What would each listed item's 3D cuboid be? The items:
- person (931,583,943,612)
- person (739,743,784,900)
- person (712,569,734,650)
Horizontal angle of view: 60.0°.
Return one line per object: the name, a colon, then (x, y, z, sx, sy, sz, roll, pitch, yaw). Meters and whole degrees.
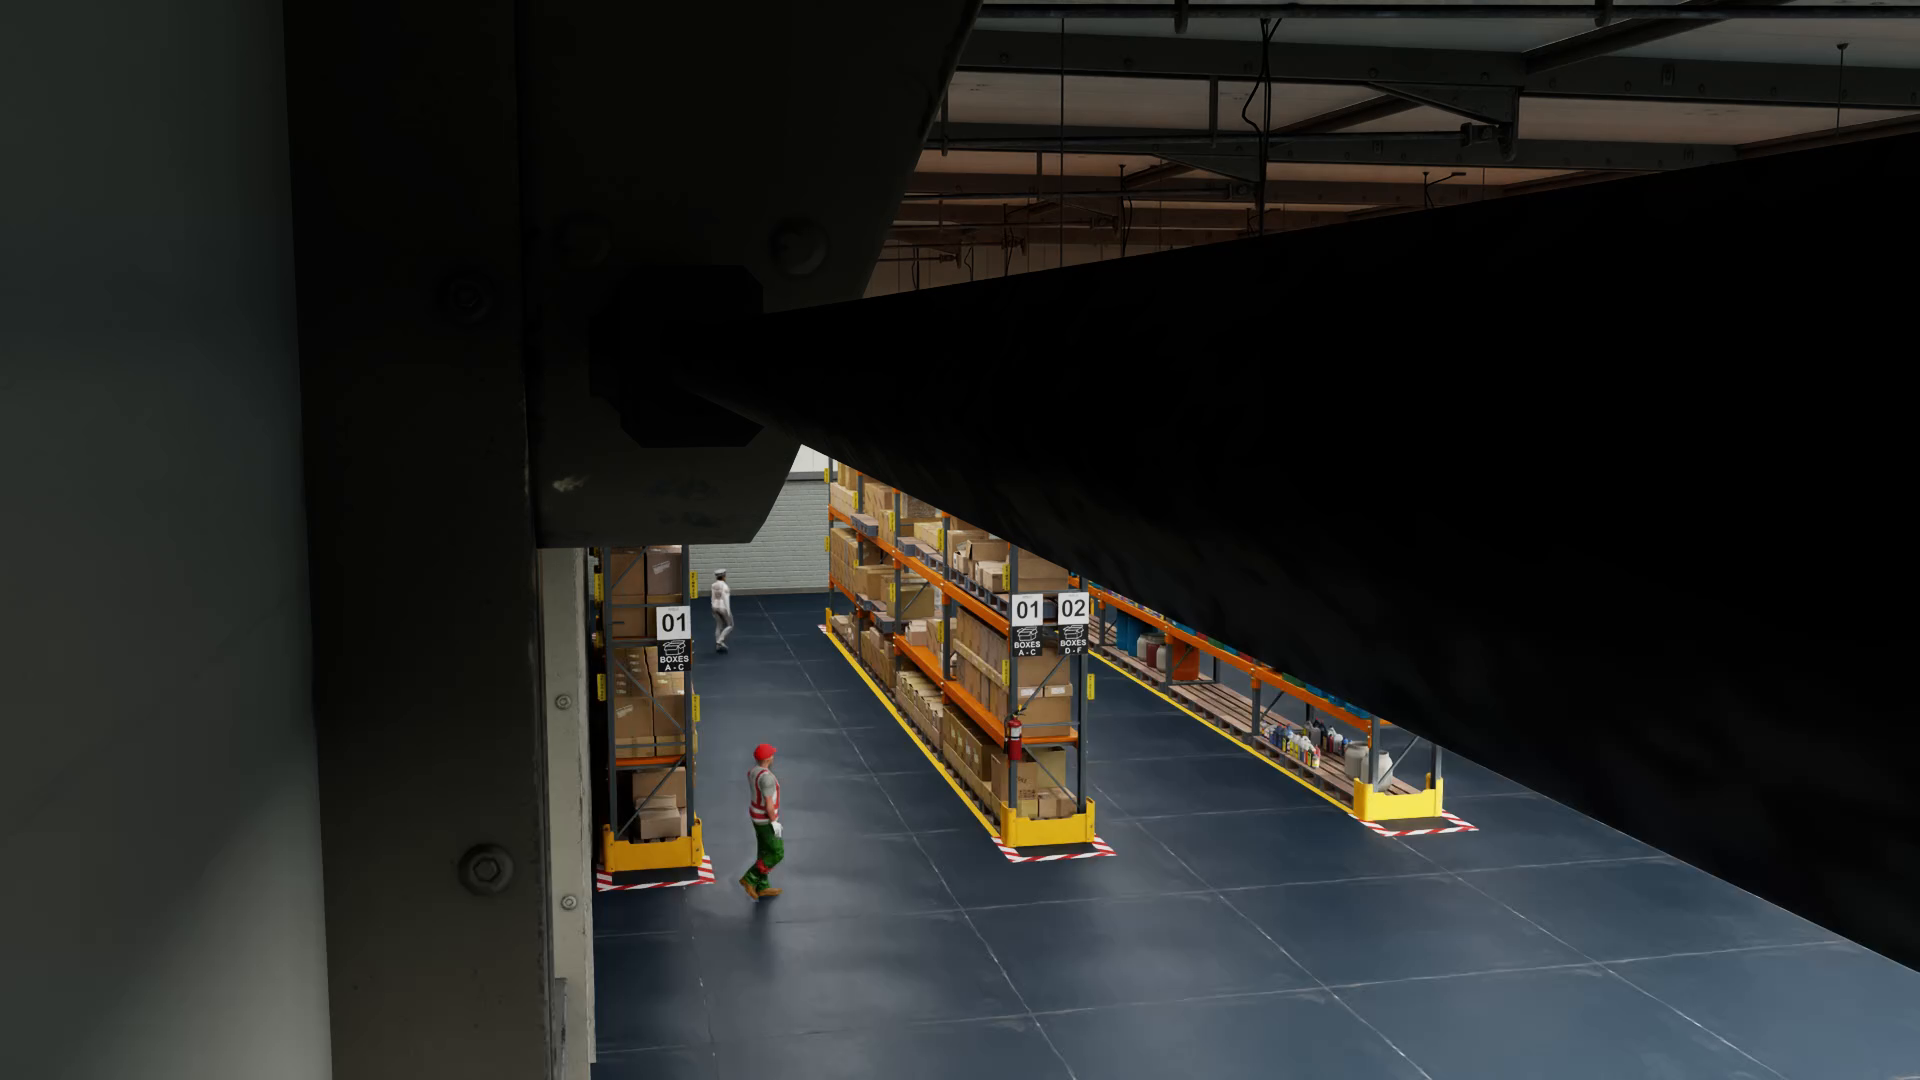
person: (-0.550, 1.336, 35.099, 0.712, 1.683, 0.649, 0, 7, -4)
person: (-2.271, 3.191, 18.878, 0.512, 1.790, 0.563, -2, 7, -16)
person: (-4.939, 1.442, 34.214, 0.511, 1.677, 0.449, 6, 9, 41)
